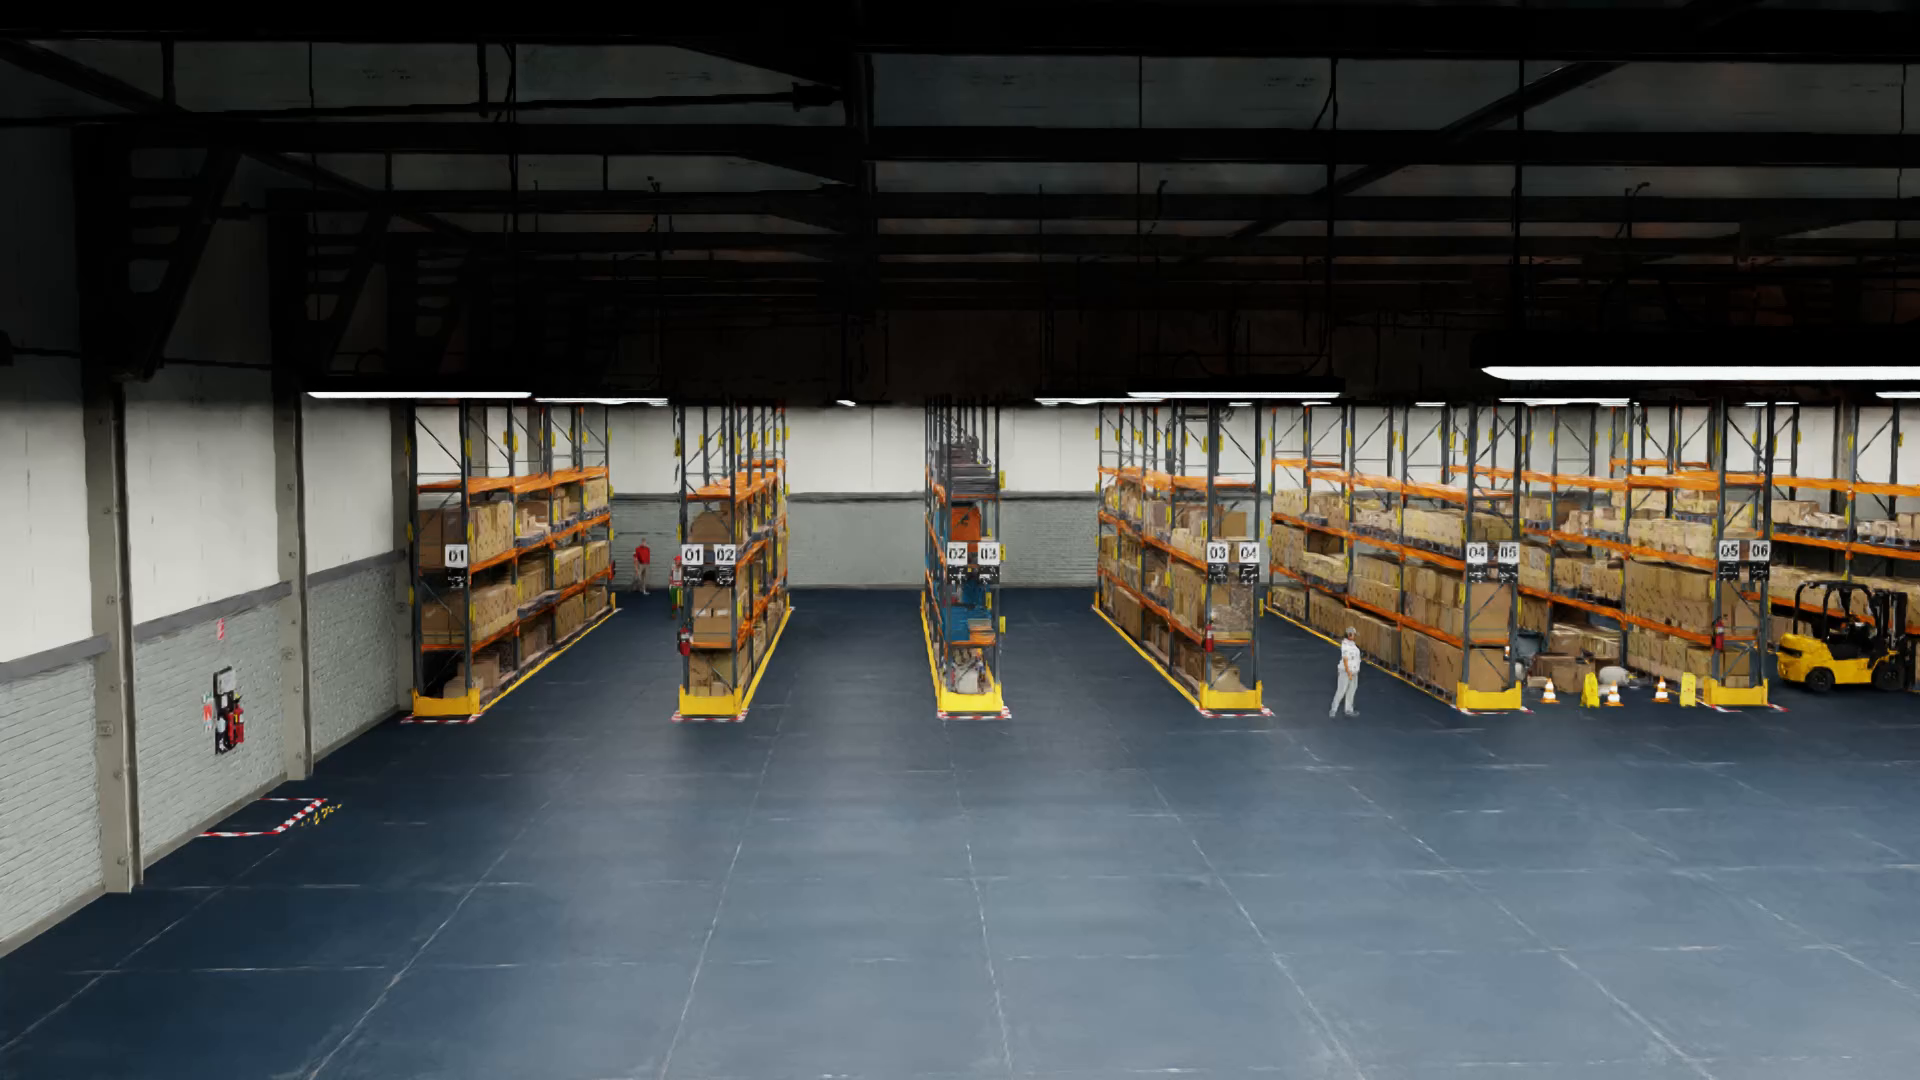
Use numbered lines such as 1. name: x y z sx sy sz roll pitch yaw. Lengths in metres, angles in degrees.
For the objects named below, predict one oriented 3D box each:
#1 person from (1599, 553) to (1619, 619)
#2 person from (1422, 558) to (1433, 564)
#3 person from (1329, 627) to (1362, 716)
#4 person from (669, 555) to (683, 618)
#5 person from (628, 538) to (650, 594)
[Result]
1. person: 17.813 1.238 45.306 0.637 1.771 0.699 1 5 9
2. person: 13.004 1.191 46.382 0.480 1.719 0.618 -1 5 -7
3. person: 7.176 2.453 30.995 0.476 1.662 0.686 3 5 34
4. person: -7.709 1.257 45.558 0.550 1.708 1.128 0 5 -5
5. person: -9.884 0.810 51.303 0.715 1.718 0.535 -4 6 -42
